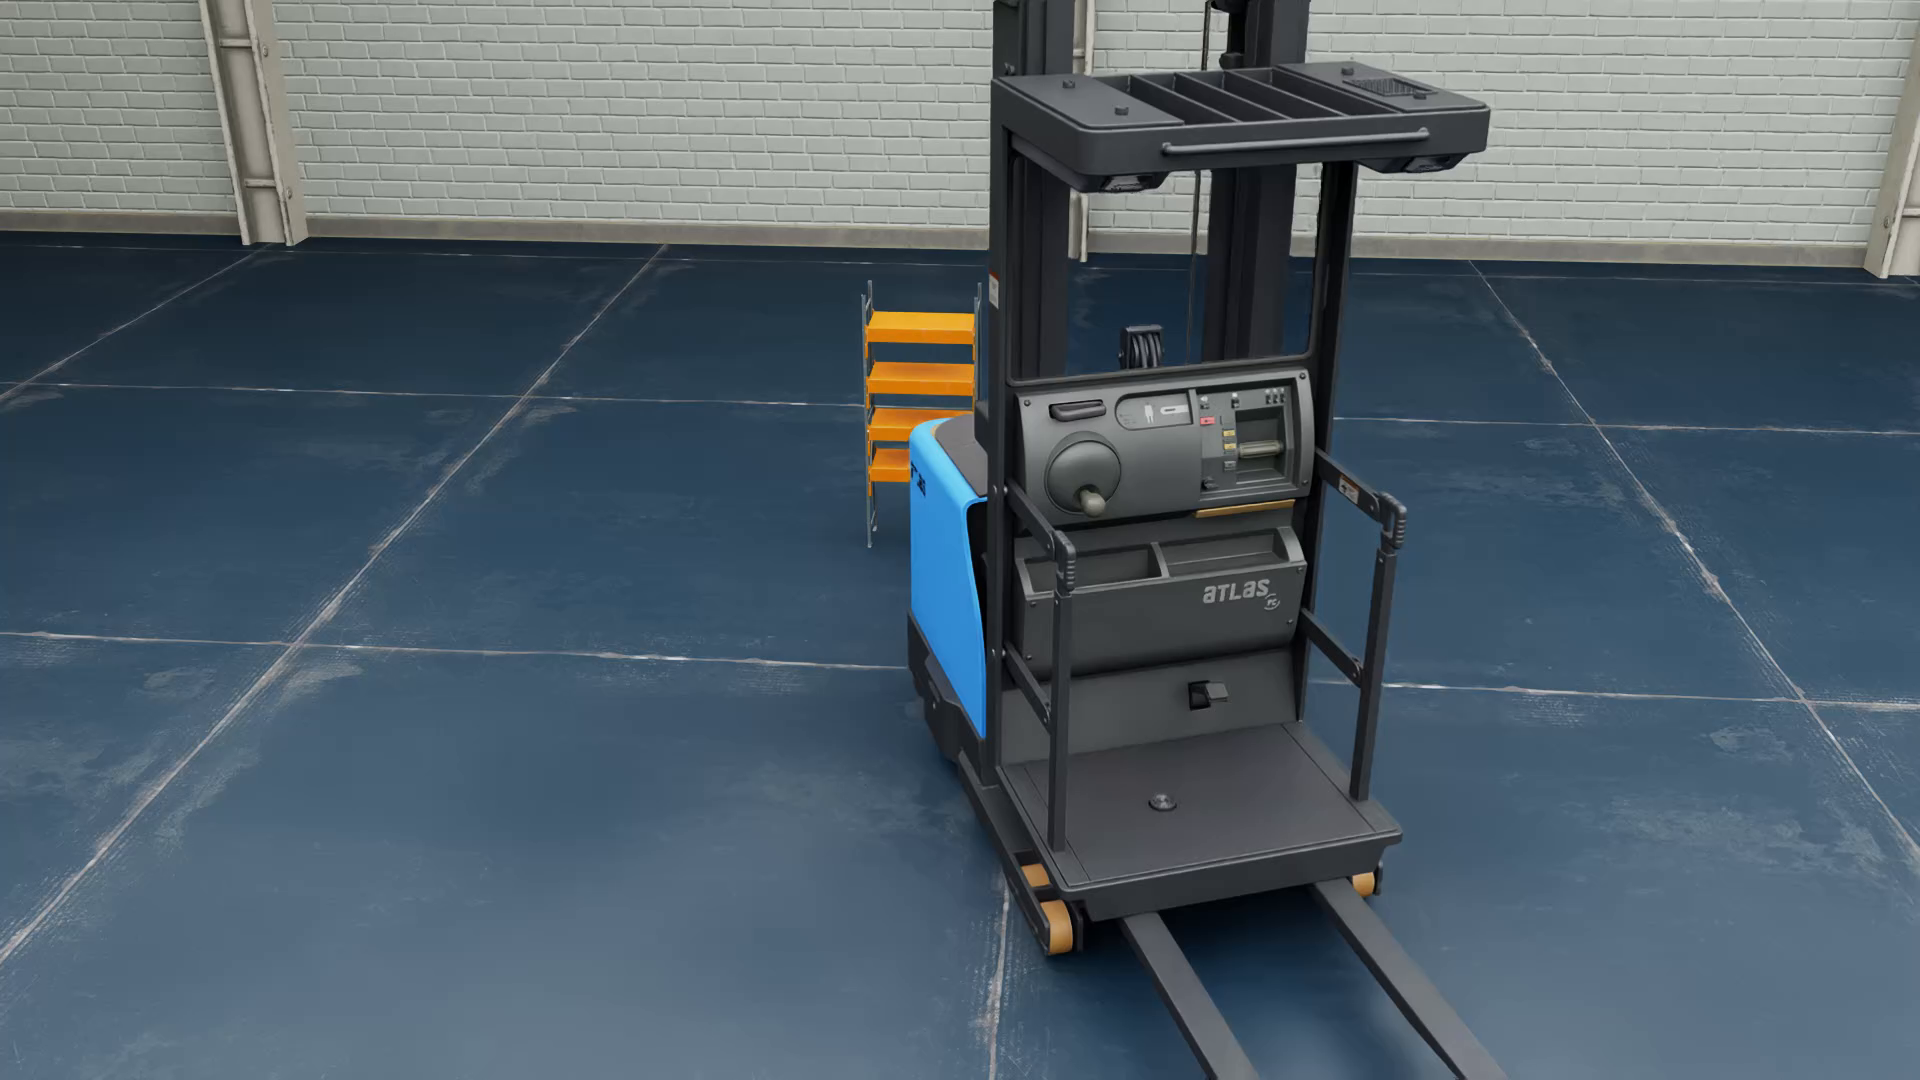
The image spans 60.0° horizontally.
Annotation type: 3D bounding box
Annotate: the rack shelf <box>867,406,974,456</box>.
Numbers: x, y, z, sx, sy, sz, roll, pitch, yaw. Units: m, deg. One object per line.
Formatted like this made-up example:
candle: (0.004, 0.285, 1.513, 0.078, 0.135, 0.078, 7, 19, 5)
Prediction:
rack shelf: (-0.165, -0.489, 7.539, 0.480, 0.148, 0.258, 2, 25, 4)

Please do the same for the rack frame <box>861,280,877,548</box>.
rack frame: (-0.408, -0.558, 7.528, 0.015, 1.200, 0.240, 2, 25, 4)

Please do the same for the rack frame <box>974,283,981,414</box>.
rack frame: (0.078, -0.543, 7.494, 0.015, 1.200, 0.240, 2, 25, 4)

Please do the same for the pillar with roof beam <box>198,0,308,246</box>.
pillar with roof beam: (-5.568, -4.593, 6.966, 0.400, 9.000, 9.100, 2, 25, 4)

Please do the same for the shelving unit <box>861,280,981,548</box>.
shelving unit: (-0.165, -0.550, 7.511, 0.503, 1.200, 0.258, 2, 25, 4)

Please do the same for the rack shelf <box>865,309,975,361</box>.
rack shelf: (-0.165, -0.907, 7.346, 0.480, 0.148, 0.258, 2, 25, 4)

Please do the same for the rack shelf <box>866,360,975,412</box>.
rack shelf: (-0.165, -0.692, 7.445, 0.480, 0.148, 0.258, 2, 25, 4)

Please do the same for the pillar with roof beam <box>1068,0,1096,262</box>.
pillar with roof beam: (0.414, -4.401, 6.549, 0.400, 9.000, 9.100, 2, 25, 4)

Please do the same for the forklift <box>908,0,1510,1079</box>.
forklift: (0.687, -0.259, 4.807, 1.130, 2.935, 3.031, -7, 26, -14)

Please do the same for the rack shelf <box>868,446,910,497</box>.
rack shelf: (-0.165, -0.309, 7.622, 0.480, 0.148, 0.258, 2, 25, 4)

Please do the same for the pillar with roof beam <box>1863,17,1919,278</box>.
pillar with roof beam: (6.396, -4.209, 6.132, 0.400, 9.000, 9.100, 2, 25, 4)
